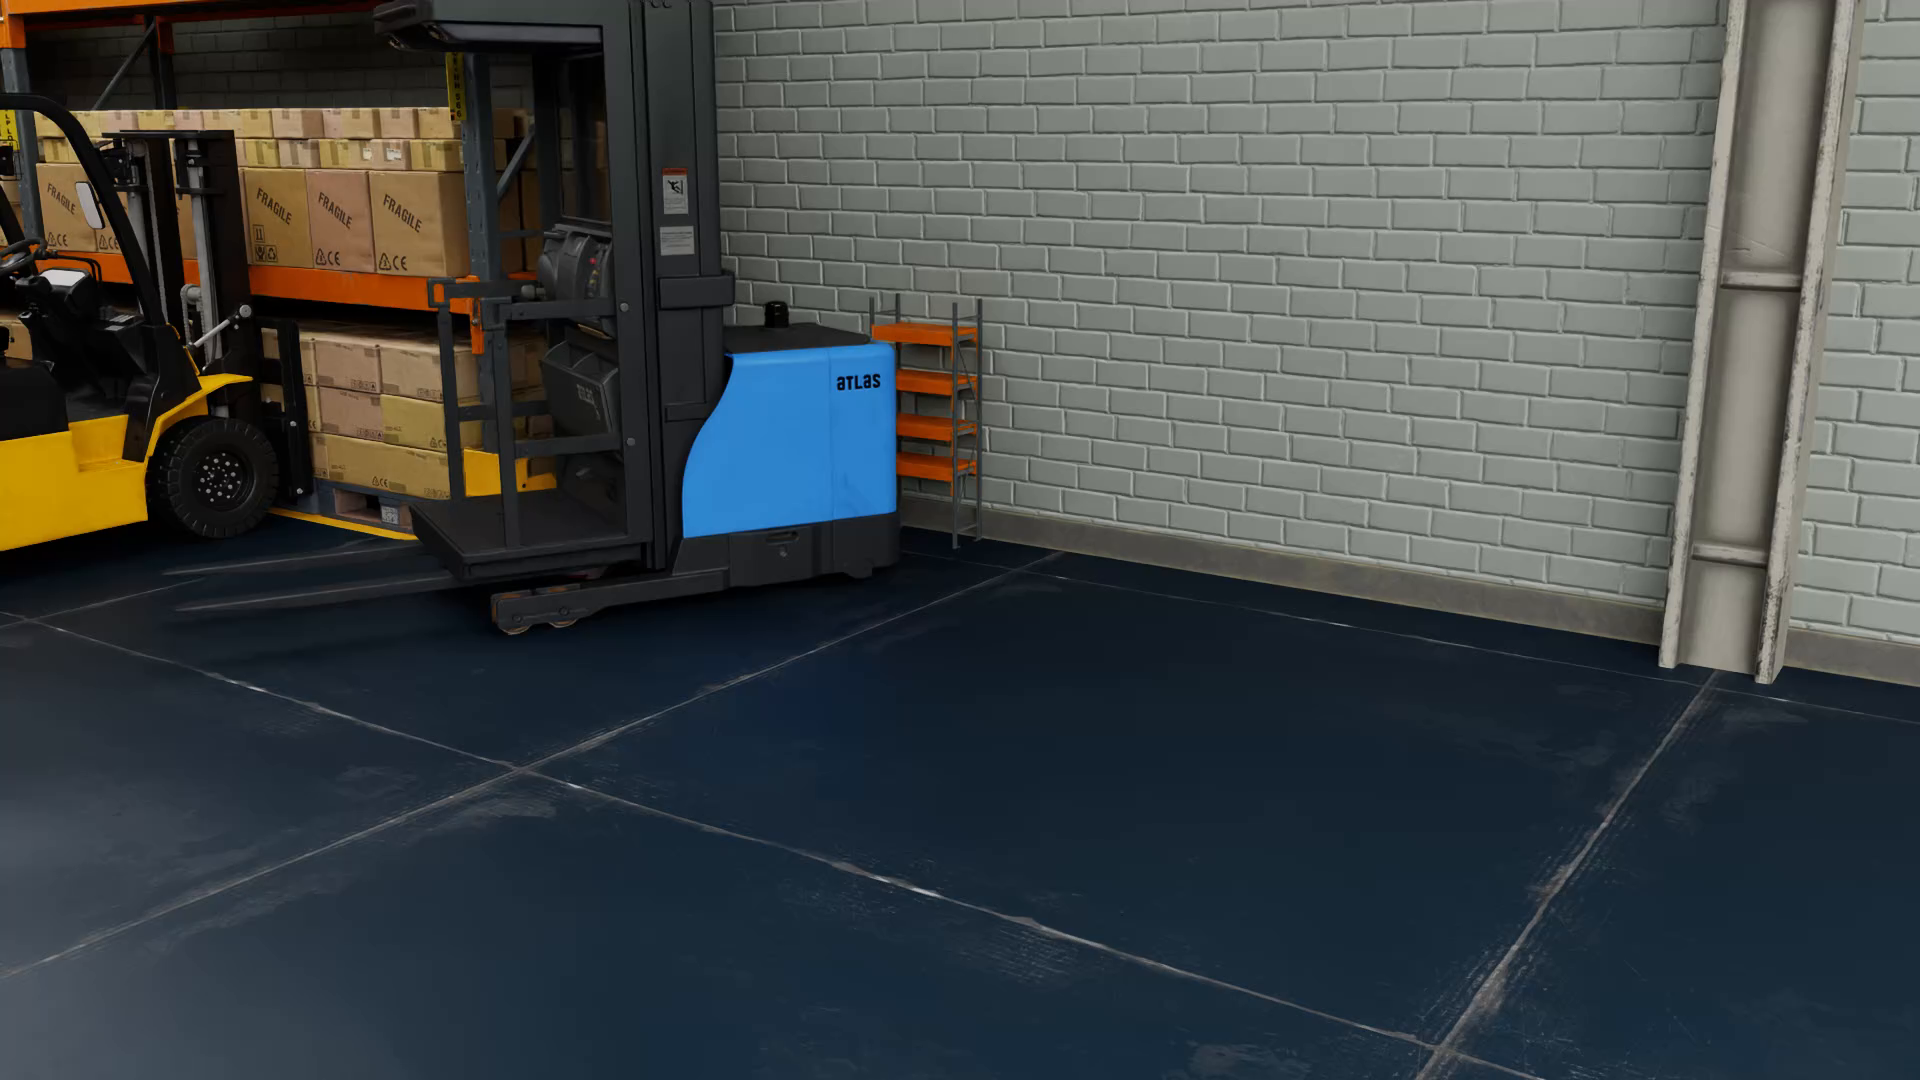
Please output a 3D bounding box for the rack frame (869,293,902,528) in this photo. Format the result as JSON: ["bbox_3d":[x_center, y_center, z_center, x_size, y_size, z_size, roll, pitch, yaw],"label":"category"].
[{"bbox_3d":[-0.371,-0.627,8.358,0.015,1.200,0.240,9,16,32],"label":"rack frame"}]

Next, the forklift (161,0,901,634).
[{"bbox_3d":[-1.815,-1.183,7.002,3.031,2.935,1.130,-8,16,-28],"label":"forklift"}]

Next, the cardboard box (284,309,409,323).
[{"bbox_3d":[-3.520,-1.171,9.579,0.500,0.250,0.500,9,16,32],"label":"cardboard box"}]

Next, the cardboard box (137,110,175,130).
[{"bbox_3d":[-4.329,-2.317,9.265,0.250,0.149,0.380,9,16,32],"label":"cardboard box"}]

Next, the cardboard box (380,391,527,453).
[{"bbox_3d":[-2.558,-0.624,8.408,0.500,0.250,0.500,9,16,32],"label":"cardboard box"}]

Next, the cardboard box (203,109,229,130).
[{"bbox_3d":[-3.870,-2.264,9.051,0.250,0.149,0.380,9,17,33],"label":"cardboard box"}]

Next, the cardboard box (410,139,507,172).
[{"bbox_3d":[-2.424,-1.863,8.049,0.250,0.149,0.380,9,17,34],"label":"cardboard box"}]

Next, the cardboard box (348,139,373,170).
[{"bbox_3d":[-2.834,-1.938,8.353,0.250,0.149,0.380,10,17,34],"label":"cardboard box"}]

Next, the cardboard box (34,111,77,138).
[{"bbox_3d":[-5.200,-2.451,9.806,0.250,0.149,0.380,10,17,34],"label":"cardboard box"}]

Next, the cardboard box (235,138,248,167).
[{"bbox_3d":[-3.659,-2.082,8.932,0.250,0.149,0.380,9,17,32],"label":"cardboard box"}]

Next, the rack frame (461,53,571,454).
[{"bbox_3d":[-1.980,-1.509,8.176,0.127,3.000,1.000,9,17,33],"label":"rack frame"}]

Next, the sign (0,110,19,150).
[{"bbox_3d":[-5.594,-2.459,9.771,0.005,0.325,0.100,9,17,33],"label":"sign"}]

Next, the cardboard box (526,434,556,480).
[{"bbox_3d":[-2.278,-0.483,8.880,0.500,0.250,0.500,9,17,33],"label":"cardboard box"}]

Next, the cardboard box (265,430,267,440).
[{"bbox_3d":[-3.807,-0.581,9.275,0.500,0.250,0.500,10,17,35],"label":"cardboard box"}]

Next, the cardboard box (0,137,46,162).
[{"bbox_3d":[-5.706,-2.410,10.260,0.250,0.149,0.380,10,17,35],"label":"cardboard box"}]

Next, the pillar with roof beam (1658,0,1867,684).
[{"bbox_3d":[0.521,-3.031,1.841,0.400,9.000,9.100,9,17,33],"label":"pillar with roof beam"}]

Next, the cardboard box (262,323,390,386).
[{"bbox_3d":[-3.387,-0.996,8.872,0.500,0.250,0.500,9,17,34],"label":"cardboard box"}]

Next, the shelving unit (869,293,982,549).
[{"bbox_3d":[-0.168,-0.595,8.228,0.503,1.200,0.258,9,16,32],"label":"shelving unit"}]

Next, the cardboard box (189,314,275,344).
[{"bbox_3d":[-4.235,-1.137,9.443,0.500,0.250,0.500,10,17,35],"label":"cardboard box"}]

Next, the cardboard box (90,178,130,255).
[{"bbox_3d":[-4.635,-1.916,9.612,0.500,0.500,0.500,10,17,34],"label":"cardboard box"}]

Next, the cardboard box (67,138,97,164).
[{"bbox_3d":[-4.965,-2.279,9.730,0.250,0.149,0.380,10,17,34],"label":"cardboard box"}]

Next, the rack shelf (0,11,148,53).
[{"bbox_3d":[-6.958,-3.420,11.153,4.000,0.370,1.077,9,17,33],"label":"rack shelf"}]

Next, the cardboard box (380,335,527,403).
[{"bbox_3d":[-2.536,-0.863,8.334,0.500,0.250,0.500,10,17,35],"label":"cardboard box"}]

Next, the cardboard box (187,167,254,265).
[{"bbox_3d":[-3.809,-1.776,9.049,0.500,0.500,0.500,9,17,33],"label":"cardboard box"}]

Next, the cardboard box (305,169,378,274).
[{"bbox_3d":[-2.960,-1.643,8.508,0.500,0.500,0.500,10,17,35],"label":"cardboard box"}]

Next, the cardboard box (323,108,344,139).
[{"bbox_3d":[-3.014,-2.128,8.498,0.250,0.149,0.380,9,17,33],"label":"cardboard box"}]

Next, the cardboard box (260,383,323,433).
[{"bbox_3d":[-3.408,-0.758,8.951,0.500,0.250,0.500,9,16,32],"label":"cardboard box"}]

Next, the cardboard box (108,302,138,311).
[{"bbox_3d":[-5.073,-1.272,9.988,0.500,0.250,0.500,9,16,32],"label":"cardboard box"}]

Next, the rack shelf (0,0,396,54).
[{"bbox_3d":[-3.639,-2.884,8.986,4.000,0.370,1.077,9,17,33],"label":"rack shelf"}]

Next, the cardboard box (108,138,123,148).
[{"bbox_3d":[-4.570,-2.202,9.418,0.250,0.149,0.380,10,17,34],"label":"cardboard box"}]

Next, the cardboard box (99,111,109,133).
[{"bbox_3d":[-4.716,-2.402,9.606,0.250,0.149,0.380,9,16,32],"label":"cardboard box"}]

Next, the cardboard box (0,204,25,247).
[{"bbox_3d":[-5.863,-1.988,10.424,0.500,0.250,0.500,10,17,34],"label":"cardboard box"}]

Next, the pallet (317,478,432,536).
[{"bbox_3d":[-2.638,-0.250,8.892,1.213,0.211,1.003,9,17,33],"label":"pallet"}]

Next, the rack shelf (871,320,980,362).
[{"bbox_3d":[-0.167,-0.976,8.134,0.480,0.148,0.258,9,16,32],"label":"rack shelf"}]

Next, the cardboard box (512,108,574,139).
[{"bbox_3d":[-2.139,-2.104,8.405,0.250,0.149,0.380,9,16,32],"label":"cardboard box"}]

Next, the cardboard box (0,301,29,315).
[{"bbox_3d":[-6.378,-1.270,11.278,0.625,0.625,0.875,9,17,32],"label":"cardboard box"}]

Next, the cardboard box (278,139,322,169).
[{"bbox_3d":[-3.281,-2.000,8.603,0.250,0.149,0.380,9,16,31],"label":"cardboard box"}]

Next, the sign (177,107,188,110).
[{"bbox_3d":[-4.990,-2.615,10.678,0.005,0.325,0.100,9,17,33],"label":"sign"}]

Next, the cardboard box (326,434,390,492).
[{"bbox_3d":[-2.953,-0.447,8.733,0.500,0.250,0.500,9,17,33],"label":"cardboard box"}]

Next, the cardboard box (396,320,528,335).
[{"bbox_3d":[-2.690,-1.032,9.017,0.500,0.250,0.500,9,17,33],"label":"cardboard box"}]

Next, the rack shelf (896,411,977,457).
[{"bbox_3d":[-0.168,-0.529,8.244,0.480,0.148,0.258,9,16,32],"label":"rack shelf"}]

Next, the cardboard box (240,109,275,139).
[{"bbox_3d":[-3.510,-2.174,8.686,0.250,0.149,0.380,10,17,34],"label":"cardboard box"}]

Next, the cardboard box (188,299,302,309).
[{"bbox_3d":[-4.354,-1.307,10.130,0.500,0.250,0.500,9,16,32],"label":"cardboard box"}]

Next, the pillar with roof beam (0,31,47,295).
[{"bbox_3d":[-9.436,-4.640,8.342,0.400,9.000,9.100,9,17,33],"label":"pillar with roof beam"}]

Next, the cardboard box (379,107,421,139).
[{"bbox_3d":[-2.617,-2.050,8.184,0.250,0.149,0.380,9,17,33],"label":"cardboard box"}]

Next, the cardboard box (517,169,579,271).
[{"bbox_3d":[-2.236,-1.679,8.656,0.500,0.500,0.500,10,17,35],"label":"cardboard box"}]
